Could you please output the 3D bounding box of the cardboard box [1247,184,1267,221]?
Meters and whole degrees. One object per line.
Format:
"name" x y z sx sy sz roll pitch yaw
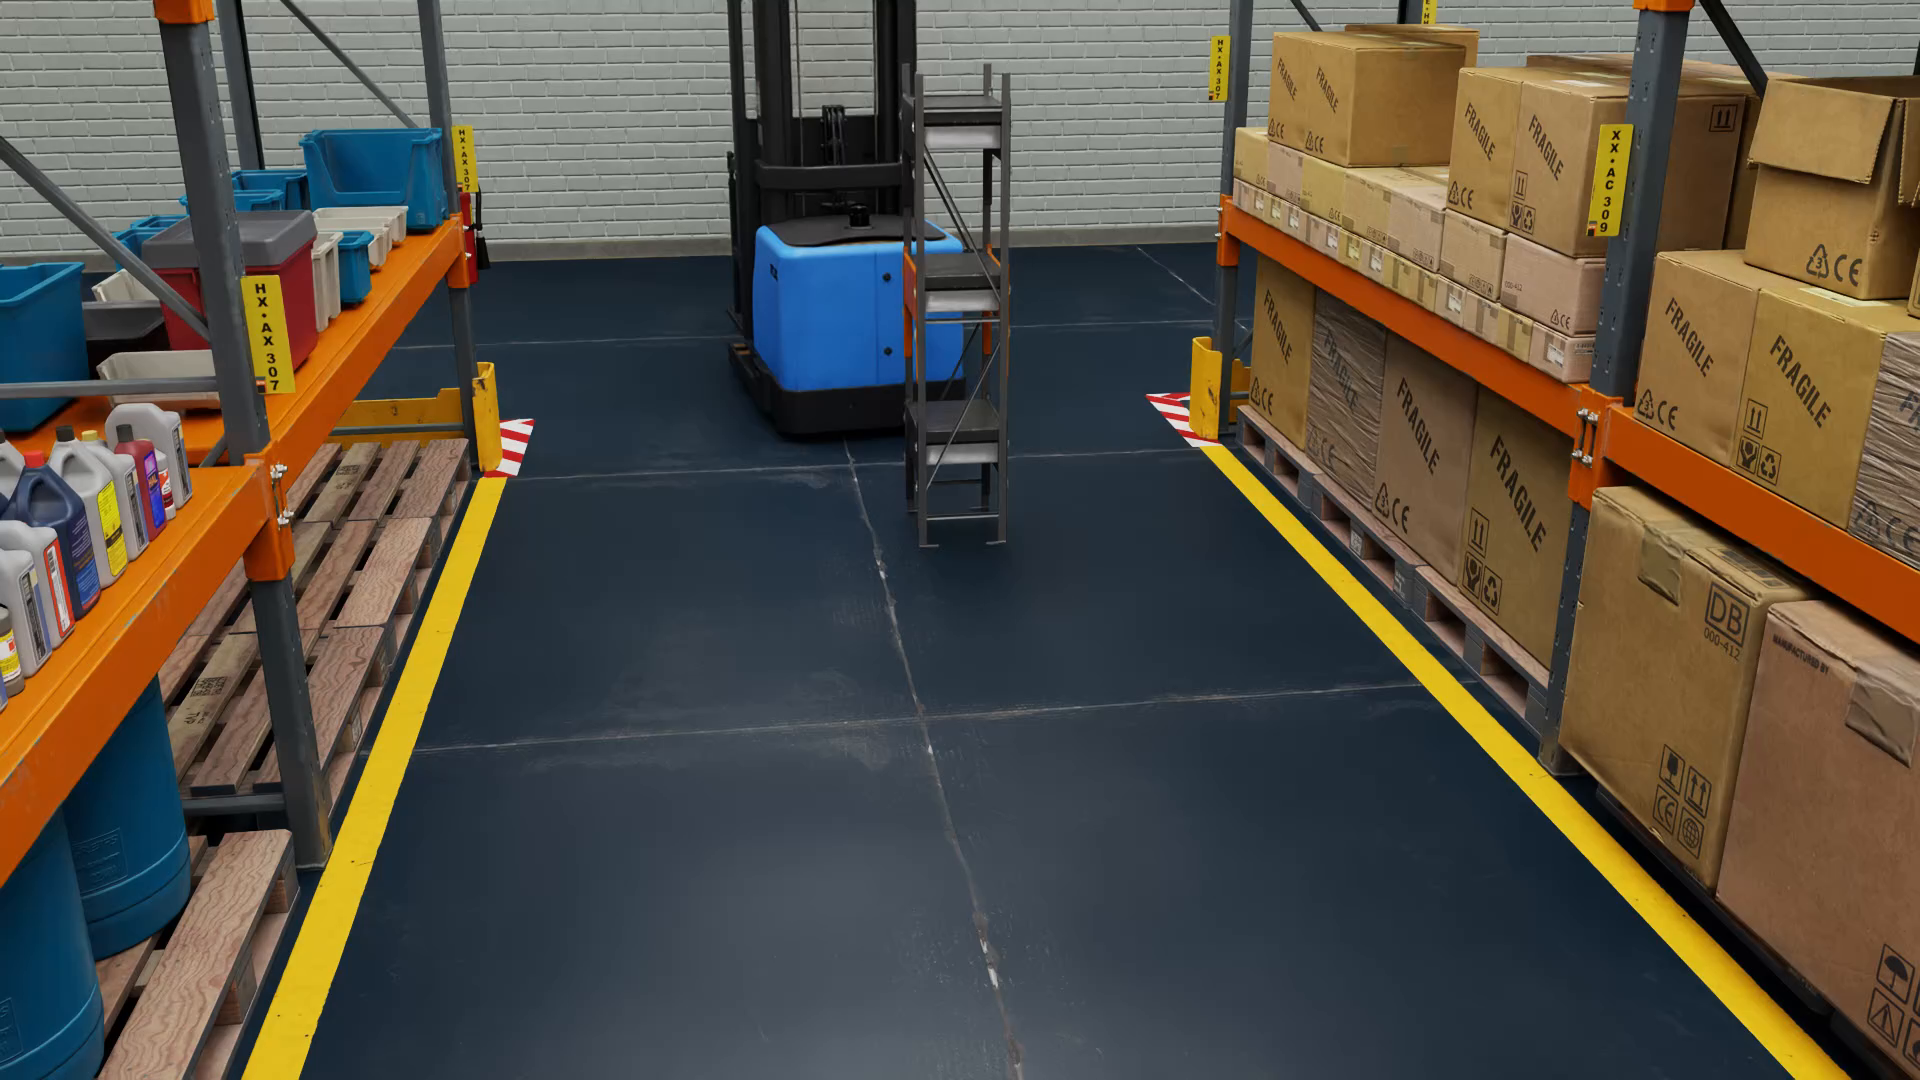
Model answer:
"cardboard box" 1.661 -1.689 8.311 0.380 0.149 0.250 -3 21 -9

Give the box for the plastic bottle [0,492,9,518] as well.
"plastic bottle" -2.086 -0.004 3.511 0.144 0.351 0.185 -3 21 -8

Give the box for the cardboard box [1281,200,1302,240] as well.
"cardboard box" 1.737 -1.510 7.832 0.380 0.149 0.250 -3 21 -9

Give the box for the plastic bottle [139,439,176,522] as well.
"plastic bottle" -2.006 -0.148 4.110 0.097 0.201 0.097 0 20 0

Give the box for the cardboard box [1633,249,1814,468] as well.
"cardboard box" 2.294 -0.525 4.692 0.500 0.500 0.500 -3 21 -8

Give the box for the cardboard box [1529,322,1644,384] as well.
"cardboard box" 2.107 -0.622 5.452 0.380 0.149 0.250 -3 21 -7

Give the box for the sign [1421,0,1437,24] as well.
"sign" 2.437 -2.711 8.694 0.100 0.325 0.005 -3 21 -8

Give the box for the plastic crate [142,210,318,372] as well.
"plastic crate" -2.307 -0.780 5.341 0.402 0.464 0.583 -3 21 -8

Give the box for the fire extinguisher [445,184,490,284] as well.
"fire extinguisher" -2.575 -1.650 8.489 0.296 0.674 0.183 -3 21 -8

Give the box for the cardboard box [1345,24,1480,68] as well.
"cardboard box" 2.228 -2.300 8.305 0.500 0.500 0.500 -3 21 -7

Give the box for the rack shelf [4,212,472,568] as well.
"rack shelf" -2.715 -0.756 6.481 1.077 0.370 4.000 -3 21 -8

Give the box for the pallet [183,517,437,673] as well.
"pallet" -2.750 0.230 6.799 1.003 0.211 1.213 -3 21 -8

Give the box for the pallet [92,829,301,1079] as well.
"pallet" -2.357 1.175 4.268 1.003 0.211 1.213 -3 21 -8

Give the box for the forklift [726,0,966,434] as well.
"forklift" -0.857 -2.433 10.040 1.130 2.935 3.031 -6 21 -15

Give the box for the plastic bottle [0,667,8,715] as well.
"plastic bottle" -1.872 0.206 3.055 0.152 0.276 0.135 -3 21 -8

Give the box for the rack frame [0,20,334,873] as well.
"rack frame" -2.427 -0.400 4.501 1.000 3.000 0.127 -3 21 -8

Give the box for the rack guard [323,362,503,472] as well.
"rack guard" -3.019 -0.622 8.667 1.175 0.500 0.348 -3 21 -8

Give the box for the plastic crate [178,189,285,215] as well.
"plastic crate" -3.198 -1.405 7.344 0.416 0.233 0.300 -3 21 -8

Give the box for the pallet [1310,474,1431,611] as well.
"pallet" 2.263 -0.034 7.507 1.003 0.211 1.213 -3 21 -8

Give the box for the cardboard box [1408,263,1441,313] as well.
"cardboard box" 1.958 -0.978 6.406 0.380 0.149 0.250 -3 21 -7

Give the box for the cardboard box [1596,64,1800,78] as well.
"cardboard box" 2.595 -1.420 5.949 0.500 0.500 0.500 -3 21 -8

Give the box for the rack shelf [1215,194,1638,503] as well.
"rack shelf" 2.186 -1.006 7.150 1.077 0.370 4.000 -3 21 -8

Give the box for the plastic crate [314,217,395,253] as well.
"plastic crate" -2.679 -1.316 7.243 0.396 0.136 0.243 -3 21 -8

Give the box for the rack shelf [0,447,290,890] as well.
"rack shelf" -2.138 0.629 2.773 1.077 0.370 4.000 -3 21 -8

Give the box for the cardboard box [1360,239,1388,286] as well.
"cardboard box" 1.885 -1.155 6.880 0.380 0.149 0.250 -3 21 -7

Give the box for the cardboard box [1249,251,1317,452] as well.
"cardboard box" 2.069 -1.019 8.594 0.875 0.875 0.875 -3 21 -8

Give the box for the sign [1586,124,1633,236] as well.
"sign" 1.926 -1.064 4.928 0.100 0.325 0.005 -3 21 -8

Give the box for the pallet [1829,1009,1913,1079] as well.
"pallet" 2.840 1.343 3.819 1.003 0.211 1.213 -3 21 -8

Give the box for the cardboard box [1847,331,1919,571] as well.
"cardboard box" 2.439 -0.178 3.762 0.500 0.500 0.500 -3 21 -9

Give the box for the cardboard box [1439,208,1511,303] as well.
"cardboard box" 2.074 -1.038 5.997 0.500 0.250 0.500 -2 21 -6

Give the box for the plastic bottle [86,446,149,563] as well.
"plastic bottle" -1.997 -0.096 3.863 0.152 0.276 0.135 -3 21 -8

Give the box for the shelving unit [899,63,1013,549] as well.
"shelving unit" -0.024 -1.041 7.502 0.431 2.100 0.503 -3 21 -8

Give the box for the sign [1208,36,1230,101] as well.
"sign" 1.348 -2.452 8.643 0.100 0.325 0.005 -3 21 -8

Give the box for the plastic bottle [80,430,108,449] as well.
"plastic bottle" -2.171 -0.174 4.180 0.097 0.201 0.097 0 20 0

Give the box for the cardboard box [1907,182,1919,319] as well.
"cardboard box" 2.662 -0.708 3.748 0.797 0.503 0.637 -3 21 -7

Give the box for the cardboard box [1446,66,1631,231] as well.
"cardboard box" 2.076 -1.390 5.868 0.500 0.500 0.500 -3 21 -7

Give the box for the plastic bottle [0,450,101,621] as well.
"plastic bottle" -1.944 -0.012 3.531 0.144 0.351 0.185 -3 21 -8

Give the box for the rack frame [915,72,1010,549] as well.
"rack frame" 0.011 -0.956 7.276 0.400 2.100 0.015 -3 21 -8

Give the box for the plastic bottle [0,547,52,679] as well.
"plastic bottle" -1.905 0.126 3.270 0.152 0.276 0.135 -3 21 -8

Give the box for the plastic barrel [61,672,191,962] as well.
"plastic barrel" -2.365 0.575 4.288 0.600 0.901 0.708 -3 21 -8

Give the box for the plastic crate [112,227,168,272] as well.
"plastic crate" -3.060 -1.073 6.456 0.416 0.233 0.300 -3 21 -8

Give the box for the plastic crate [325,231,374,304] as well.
"plastic crate" -2.453 -1.037 6.359 0.416 0.233 0.300 -3 21 -8

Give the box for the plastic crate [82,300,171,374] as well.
"plastic crate" -2.854 -0.674 5.540 0.437 0.125 0.590 -3 21 -8

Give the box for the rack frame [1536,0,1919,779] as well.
"rack frame" 2.475 -0.650 5.170 1.000 3.000 0.127 -3 21 -8

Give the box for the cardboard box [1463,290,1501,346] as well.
"cardboard box" 2.032 -0.800 5.929 0.380 0.149 0.250 -3 21 -9

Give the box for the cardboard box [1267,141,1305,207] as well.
"cardboard box" 1.782 -1.745 7.890 0.500 0.250 0.500 -3 21 -8

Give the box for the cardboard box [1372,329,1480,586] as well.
"cardboard box" 2.329 -0.396 6.925 0.875 0.875 0.875 -3 21 -8

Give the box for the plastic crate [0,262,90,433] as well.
"plastic crate" -2.831 -0.566 4.880 0.392 0.384 0.575 -3 21 -8

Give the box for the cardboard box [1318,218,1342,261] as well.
"cardboard box" 1.810 -1.333 7.357 0.380 0.149 0.250 -3 21 -8

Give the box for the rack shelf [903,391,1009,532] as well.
"rack shelf" -0.024 -0.372 7.752 0.431 0.518 0.480 -3 21 -8

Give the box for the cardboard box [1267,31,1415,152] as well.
"cardboard box" 1.772 -2.103 7.776 0.500 0.500 0.500 -3 21 -9

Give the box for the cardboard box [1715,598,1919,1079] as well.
"cardboard box" 2.716 0.678 4.050 1.225 0.875 0.875 -4 21 -10

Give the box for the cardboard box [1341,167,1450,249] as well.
"cardboard box" 1.931 -1.390 6.941 0.500 0.250 0.500 -3 21 -9

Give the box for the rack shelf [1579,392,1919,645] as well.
"rack shelf" 2.763 0.379 3.442 1.077 0.370 4.000 -3 21 -8
